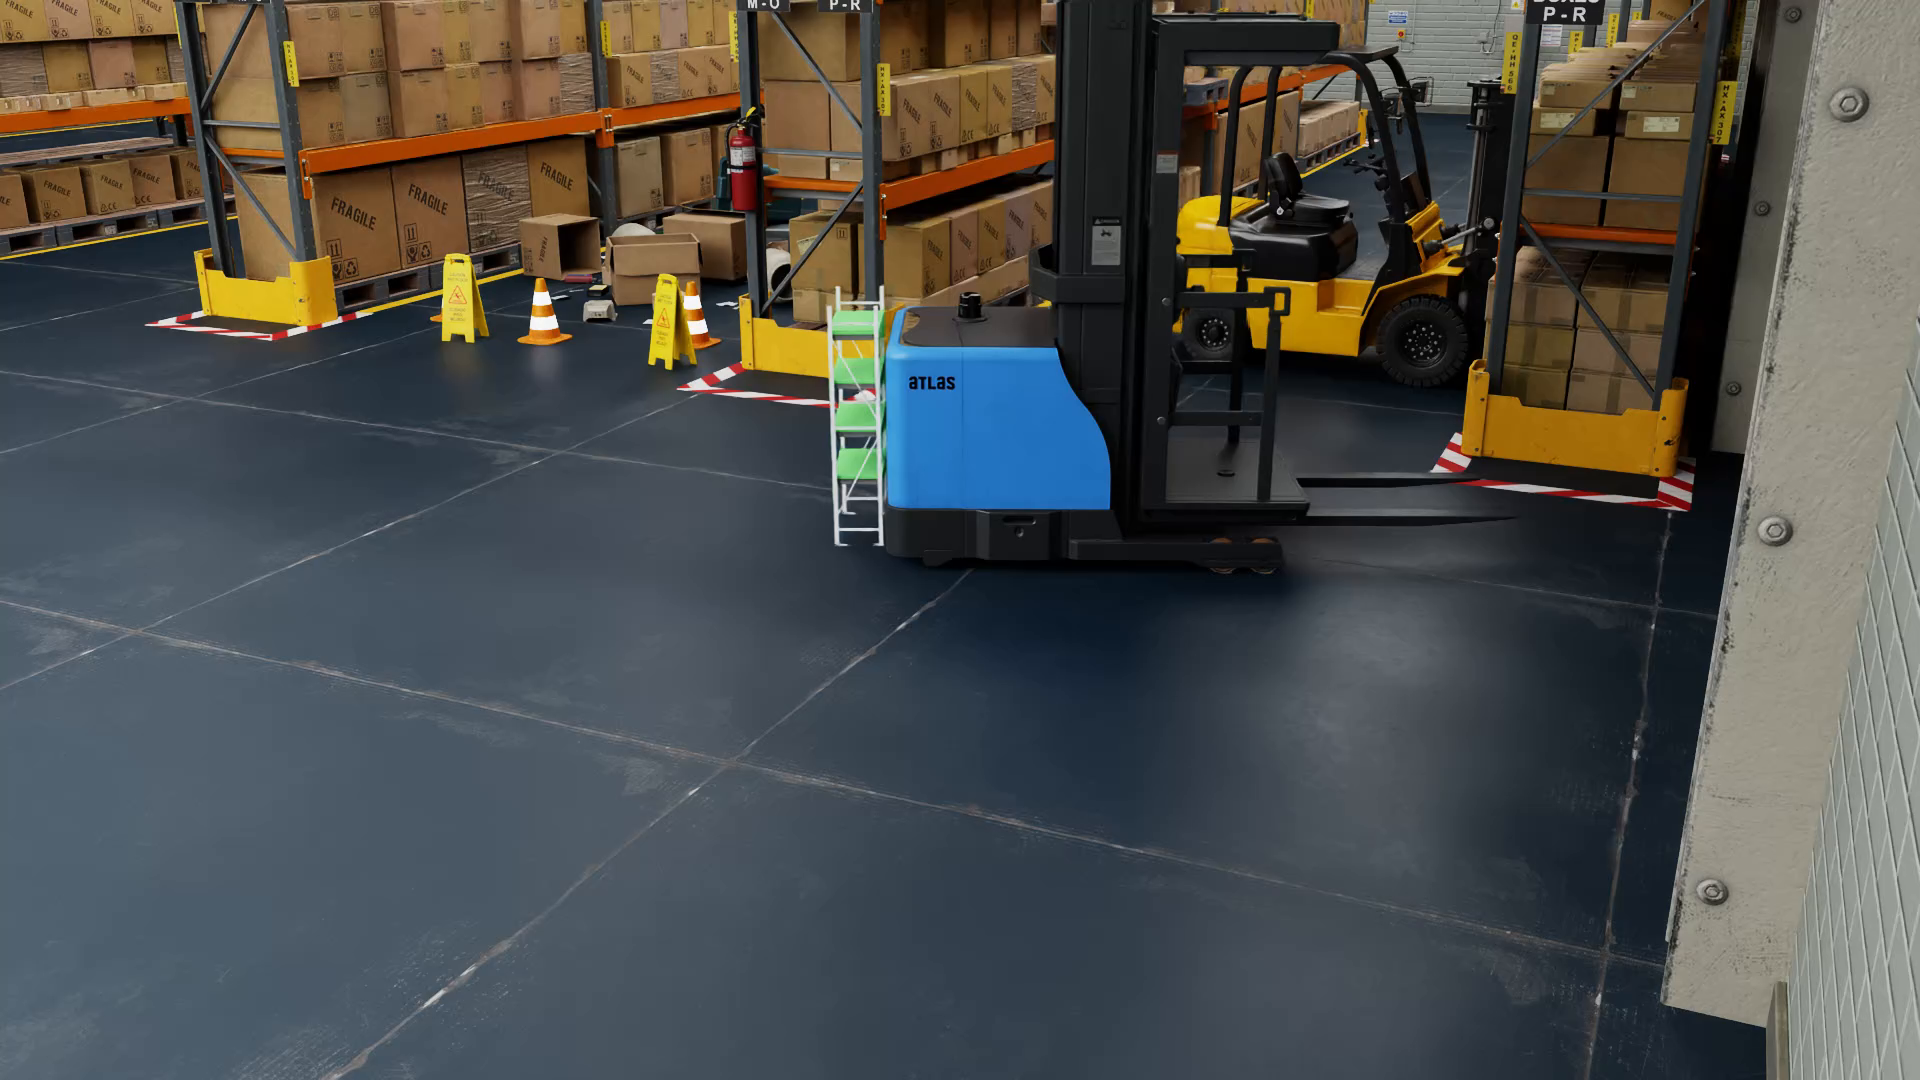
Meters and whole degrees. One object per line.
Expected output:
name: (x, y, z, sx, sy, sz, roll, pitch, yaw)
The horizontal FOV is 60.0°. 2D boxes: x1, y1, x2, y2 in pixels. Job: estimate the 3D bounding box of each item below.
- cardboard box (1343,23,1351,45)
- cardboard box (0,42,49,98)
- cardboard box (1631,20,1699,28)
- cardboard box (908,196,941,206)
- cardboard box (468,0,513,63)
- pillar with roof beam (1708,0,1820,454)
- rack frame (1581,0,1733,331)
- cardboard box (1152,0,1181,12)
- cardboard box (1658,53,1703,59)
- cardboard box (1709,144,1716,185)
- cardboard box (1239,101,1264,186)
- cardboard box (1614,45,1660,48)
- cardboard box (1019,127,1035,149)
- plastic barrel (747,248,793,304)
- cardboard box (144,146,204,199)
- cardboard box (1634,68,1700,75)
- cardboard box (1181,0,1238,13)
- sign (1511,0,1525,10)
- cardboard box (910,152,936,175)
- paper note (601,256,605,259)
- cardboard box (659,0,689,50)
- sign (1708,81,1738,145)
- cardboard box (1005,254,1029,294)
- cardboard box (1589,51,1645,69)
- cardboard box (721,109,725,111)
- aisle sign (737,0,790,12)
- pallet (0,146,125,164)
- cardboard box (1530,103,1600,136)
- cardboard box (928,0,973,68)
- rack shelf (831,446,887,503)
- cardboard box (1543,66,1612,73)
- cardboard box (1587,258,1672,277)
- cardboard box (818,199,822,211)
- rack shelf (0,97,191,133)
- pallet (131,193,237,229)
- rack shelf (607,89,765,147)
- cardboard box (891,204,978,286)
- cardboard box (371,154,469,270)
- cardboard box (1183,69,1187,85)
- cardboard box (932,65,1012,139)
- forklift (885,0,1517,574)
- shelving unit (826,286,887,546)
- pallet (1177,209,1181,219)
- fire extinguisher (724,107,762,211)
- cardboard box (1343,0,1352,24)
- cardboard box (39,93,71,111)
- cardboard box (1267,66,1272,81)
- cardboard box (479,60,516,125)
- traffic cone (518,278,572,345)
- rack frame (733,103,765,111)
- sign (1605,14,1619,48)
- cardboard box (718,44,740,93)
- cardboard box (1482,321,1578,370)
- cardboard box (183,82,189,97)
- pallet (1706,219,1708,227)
cardboard box: (5.184, -7.020, 23.446, 0.500, 0.500, 0.500, 9, 22, 24)
cardboard box: (-9.443, -4.604, 16.207, 0.875, 0.500, 0.500, 9, 21, 23)
cardboard box: (8.050, -5.692, 19.085, 0.700, 0.500, 0.500, 9, 22, 24)
cardboard box: (-0.478, -2.426, 13.033, 0.500, 0.500, 0.500, 8, 21, 21)
cardboard box: (-4.559, -4.588, 14.921, 0.875, 0.550, 0.550, 9, 21, 23)
pillar with roof beam: (0.718, -5.402, 10.093, 9.100, 9.000, 0.400, 9, 21, 23)
rack frame: (5.177, -3.119, 12.625, 1.000, 3.000, 0.127, 9, 21, 23)
cardboard box: (2.258, -5.734, 18.336, 0.500, 0.500, 0.500, 8, 21, 21)
cardboard box: (5.085, -3.319, 11.626, 0.380, 0.149, 0.250, 8, 21, 22)
cardboard box: (4.832, -2.683, 11.249, 0.500, 0.500, 0.500, 8, 21, 21)
cardboard box: (3.012, -4.690, 19.587, 0.875, 0.875, 0.875, 9, 21, 23)
cardboard box: (6.225, -4.473, 15.317, 0.380, 0.149, 0.250, 9, 22, 24)
cardboard box: (0.380, -3.229, 13.310, 0.380, 0.149, 0.250, 8, 21, 22)
plastic barrel: (-1.527, -2.201, 13.890, 0.421, 0.421, 0.512, -9, 22, -24)
cardboard box: (-8.595, -4.062, 18.380, 0.500, 0.500, 0.500, 8, 21, 21)
cardboard box: (4.304, -2.778, 10.105, 0.380, 0.149, 0.250, 9, 22, 24)
cardboard box: (2.710, -5.657, 18.120, 0.500, 0.500, 0.500, 8, 21, 21)
sign: (9.739, -9.321, 28.832, 0.339, 0.242, 0.001, 9, 21, 23)
cardboard box: (-0.390, -2.682, 11.772, 0.380, 0.149, 0.250, 8, 21, 21)
paper note: (-3.360, -2.719, 15.930, 0.147, 0.020, 0.142, -5, 20, -15)
cardboard box: (-3.297, -5.430, 17.482, 0.700, 0.500, 0.500, 9, 21, 23)
sign: (4.042, -2.263, 8.809, 0.100, 0.325, 0.005, 9, 21, 23)
cardboard box: (0.228, -2.164, 13.418, 0.500, 0.250, 0.500, 9, 21, 24)
cardboard box: (4.654, -3.383, 11.808, 0.380, 0.149, 0.250, 8, 21, 22)
cardboard box: (-4.407, -7.267, 26.832, 0.875, 0.875, 0.875, 9, 21, 23)
aisle sign: (-1.281, -3.822, 10.721, 0.394, 0.787, 0.004, 9, 21, 23)
pallet: (-12.129, -5.144, 22.481, 1.003, 0.211, 1.213, 9, 21, 23)
cardboard box: (3.425, -2.393, 9.467, 0.380, 0.149, 0.250, 9, 21, 23)
cardboard box: (-0.321, -3.878, 12.673, 0.700, 0.500, 0.500, 8, 21, 22)
rack shelf: (-0.498, -0.335, 8.386, 0.258, 0.148, 0.480, 0, 20, 1)
cardboard box: (3.823, -2.851, 10.312, 0.380, 0.149, 0.250, 9, 22, 24)
cardboard box: (4.109, -1.544, 10.180, 0.500, 0.250, 0.500, 9, 21, 23)
cardboard box: (-0.990, -3.213, 15.490, 0.500, 0.500, 0.500, 9, 21, 23)
rack shelf: (-9.213, -4.208, 16.762, 1.077, 0.370, 4.000, 9, 21, 23)
pallet: (-8.637, -3.635, 18.236, 1.003, 0.211, 1.213, 9, 21, 23)
rack shelf: (-3.092, -4.719, 18.199, 1.077, 0.370, 4.000, 9, 21, 23)
cardboard box: (-0.189, -2.208, 12.421, 0.500, 0.500, 0.500, 8, 21, 21)
cardboard box: (-4.973, -2.907, 14.572, 0.875, 0.875, 0.875, 8, 21, 22)
cardboard box: (2.049, -4.632, 16.627, 0.380, 0.149, 0.250, 9, 21, 24)
cardboard box: (0.073, -3.341, 12.657, 0.500, 0.500, 0.500, 8, 21, 22)
forklift: (1.164, -1.400, 7.893, 3.031, 2.935, 1.130, 0, 20, 1)
shelving unit: (-0.500, -0.621, 8.284, 0.258, 1.200, 0.503, 0, 20, 1)
pallet: (1.963, -3.469, 17.771, 1.003, 0.211, 1.213, 9, 21, 23)
fire extinguisher: (-1.459, -2.568, 11.191, 0.296, 0.674, 0.183, 9, 21, 23)
cardboard box: (5.188, -7.491, 23.277, 0.500, 0.500, 0.500, 8, 21, 22)
cardboard box: (-8.995, -4.317, 16.369, 0.380, 0.149, 0.250, 9, 21, 23)
cardboard box: (3.535, -5.695, 20.092, 0.500, 0.250, 0.500, 8, 21, 21)
cardboard box: (-4.584, -4.083, 15.112, 0.875, 0.550, 0.550, 9, 21, 23)
traffic cone: (-3.144, -1.738, 12.527, 0.336, 0.463, 0.334, 9, 21, 23)
rack frame: (-2.273, -5.670, 19.798, 1.000, 3.000, 0.127, 9, 21, 23)
sign: (6.316, -4.921, 16.084, 0.100, 0.325, 0.005, 9, 21, 23)
cardboard box: (-2.623, -5.237, 18.432, 0.500, 0.500, 0.500, 8, 21, 22)
cardboard box: (3.453, -1.226, 10.032, 0.500, 0.250, 0.500, 8, 21, 22)
cardboard box: (-8.325, -4.859, 17.893, 0.380, 0.149, 0.250, 9, 21, 23)
pallet: (7.656, -3.622, 18.202, 1.003, 0.211, 1.213, 9, 21, 23)
